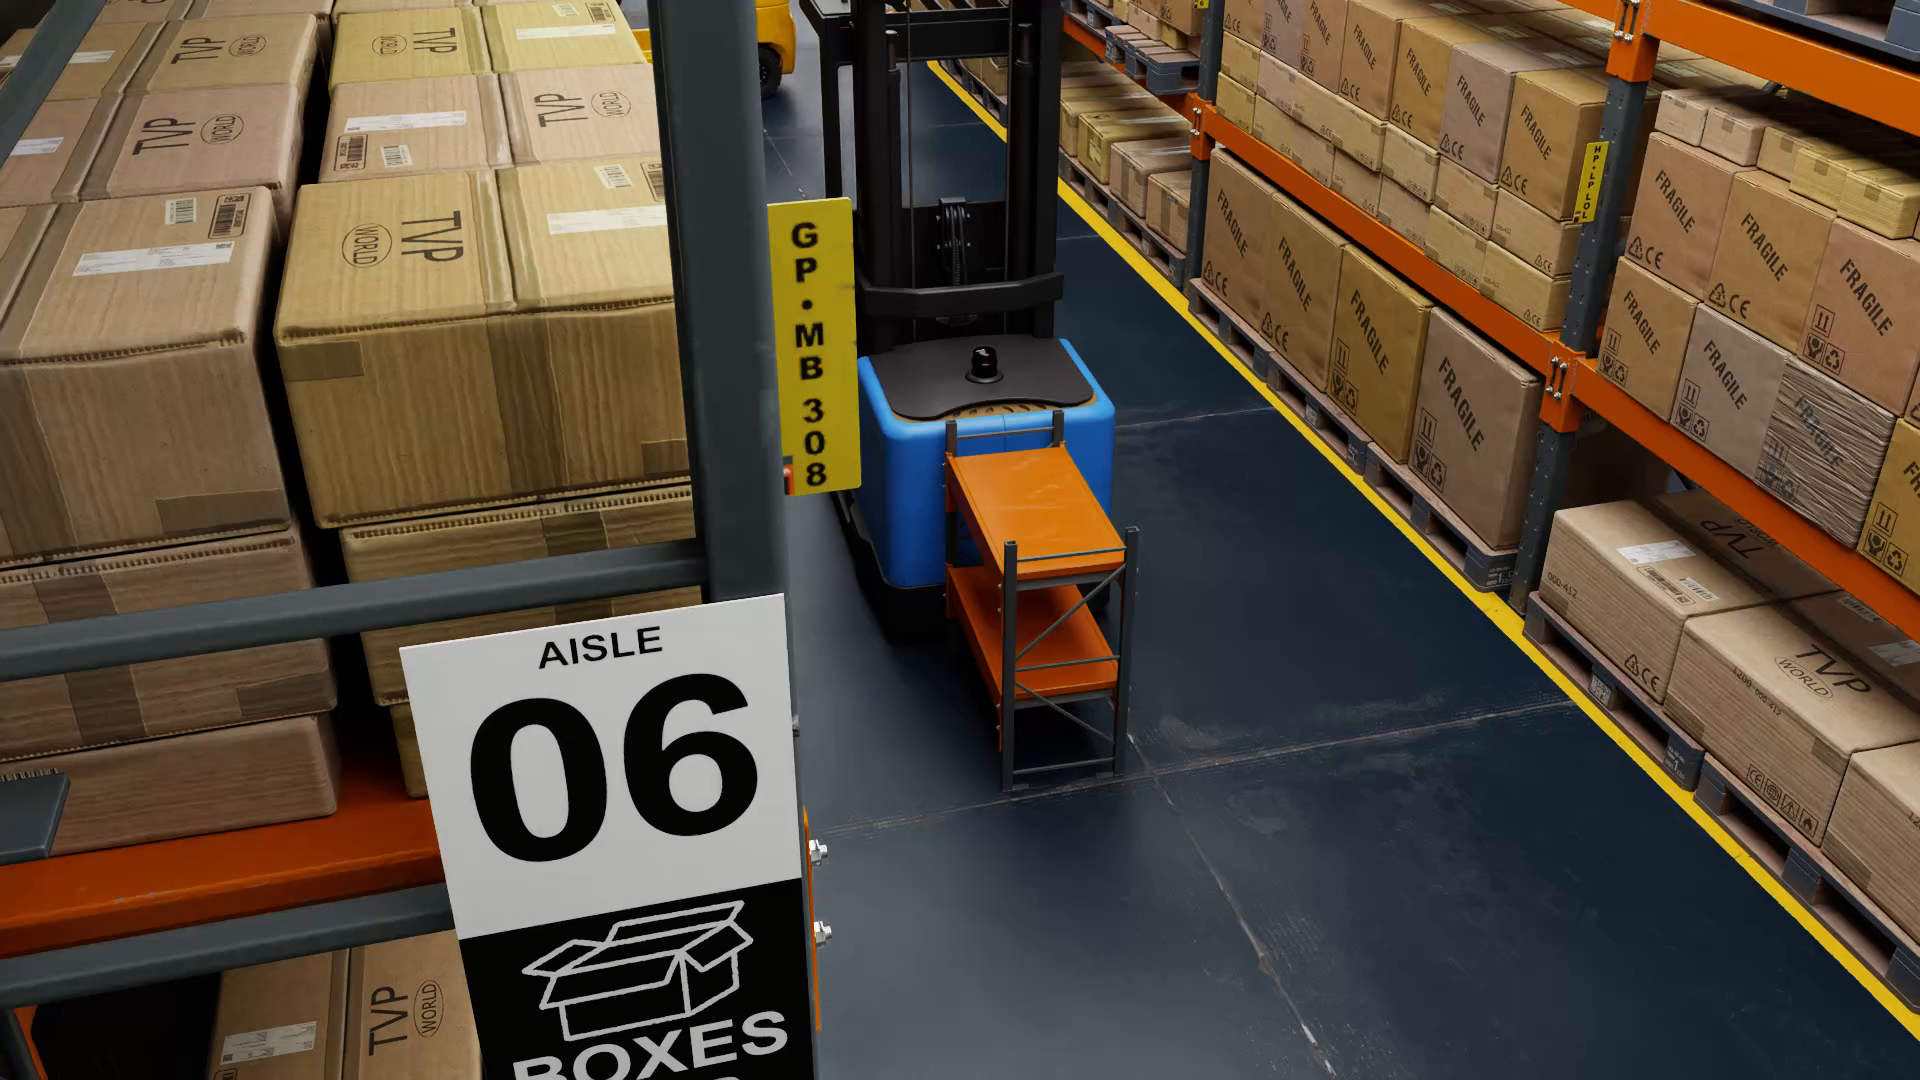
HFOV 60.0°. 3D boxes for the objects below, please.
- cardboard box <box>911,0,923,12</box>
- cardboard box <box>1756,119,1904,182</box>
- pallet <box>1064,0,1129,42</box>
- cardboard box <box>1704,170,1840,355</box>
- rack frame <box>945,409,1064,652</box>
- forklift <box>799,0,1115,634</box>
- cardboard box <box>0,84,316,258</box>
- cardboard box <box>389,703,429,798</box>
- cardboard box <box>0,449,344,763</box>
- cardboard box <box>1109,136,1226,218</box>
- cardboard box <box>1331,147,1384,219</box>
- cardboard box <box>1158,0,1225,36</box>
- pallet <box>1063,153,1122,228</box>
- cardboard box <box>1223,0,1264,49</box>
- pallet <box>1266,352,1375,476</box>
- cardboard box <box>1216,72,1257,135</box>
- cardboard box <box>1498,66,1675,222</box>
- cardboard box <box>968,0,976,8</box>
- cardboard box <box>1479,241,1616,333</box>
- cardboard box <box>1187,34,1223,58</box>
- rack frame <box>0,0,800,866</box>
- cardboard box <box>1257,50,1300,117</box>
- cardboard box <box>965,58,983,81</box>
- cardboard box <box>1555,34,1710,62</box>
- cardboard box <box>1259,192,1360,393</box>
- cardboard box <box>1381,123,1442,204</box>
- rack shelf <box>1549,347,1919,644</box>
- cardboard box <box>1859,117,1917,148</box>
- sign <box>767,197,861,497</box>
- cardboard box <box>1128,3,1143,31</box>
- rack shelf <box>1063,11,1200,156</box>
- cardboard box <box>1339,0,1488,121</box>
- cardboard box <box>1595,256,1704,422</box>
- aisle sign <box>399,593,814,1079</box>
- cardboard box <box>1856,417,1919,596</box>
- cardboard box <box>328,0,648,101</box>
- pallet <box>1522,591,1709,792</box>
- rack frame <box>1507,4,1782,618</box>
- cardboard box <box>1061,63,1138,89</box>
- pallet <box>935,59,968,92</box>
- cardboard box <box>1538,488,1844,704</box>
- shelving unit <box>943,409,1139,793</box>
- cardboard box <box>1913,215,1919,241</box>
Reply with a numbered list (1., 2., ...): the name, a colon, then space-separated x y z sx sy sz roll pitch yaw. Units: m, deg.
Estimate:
1. cardboard box: -0.194 -5.399 16.909 0.500 0.250 0.500 -8 31 -14
2. cardboard box: 3.069 -1.368 5.874 0.380 0.149 0.250 -8 31 -14
3. pallet: 1.417 -3.837 12.077 1.003 0.211 1.213 -8 31 -13
4. cardboard box: 3.064 -1.007 5.897 0.500 0.500 0.500 -8 31 -14
5. rack frame: 0.187 -0.025 7.171 0.500 1.125 0.032 -6 31 -11
6. forklift: -0.136 -1.575 8.045 1.130 2.935 3.031 -6 31 -11
7. cardboard box: -1.204 -0.451 2.395 0.500 0.250 0.500 -9 31 -15
8. cardboard box: -0.540 0.182 2.198 0.380 0.149 0.250 -7 31 -12
9. cardboard box: -1.060 0.015 2.088 0.500 0.250 0.500 -8 31 -14
10. cardboard box: 1.638 -2.644 12.027 0.950 0.372 0.625 -8 31 -14
11. cardboard box: 2.290 -1.897 8.683 0.500 0.250 0.500 -8 31 -13
12. cardboard box: 1.593 -3.506 10.497 0.500 0.500 0.500 -9 31 -15
13. pallet: 1.456 -2.729 12.753 1.003 0.211 1.213 -8 31 -13
14. cardboard box: 1.877 -3.175 9.643 0.500 0.500 0.500 -9 31 -15
15. pallet: 2.439 -0.784 9.394 1.003 0.211 1.213 -8 31 -13
16. cardboard box: 1.869 -2.635 9.958 0.500 0.250 0.500 -8 31 -14
17. cardboard box: 2.683 -1.696 7.088 0.500 0.500 0.500 -7 31 -12
18. cardboard box: 0.368 -4.713 14.976 0.500 0.500 0.500 -7 31 -12
19. cardboard box: 2.681 -1.156 7.402 0.500 0.250 0.500 -9 31 -14
20. cardboard box: 1.668 -3.170 10.563 0.380 0.149 0.250 -7 31 -11
21. rack frame: -0.679 -1.040 1.065 1.000 3.000 0.127 -8 31 -13
22. cardboard box: 2.014 -2.594 9.388 0.500 0.250 0.500 -7 31 -12
23. cardboard box: 0.353 -4.399 15.181 0.500 0.250 0.500 -9 31 -15
24. cardboard box: 3.042 -2.007 7.624 0.500 0.500 0.500 -8 31 -14
25. cardboard box: 2.318 -1.456 9.473 0.875 0.875 0.875 -7 31 -13
26. cardboard box: 2.409 -1.860 8.119 0.500 0.250 0.500 -7 31 -12
27. rack shelf: 3.574 0.240 5.560 1.077 0.370 4.000 -8 31 -13
28. cardboard box: 3.454 -1.425 5.971 0.380 0.149 0.250 -8 31 -13
29. sign: -0.156 -0.193 1.722 0.100 0.325 0.005 -8 31 -13
30. cardboard box: 1.358 -3.528 11.182 0.380 0.149 0.250 -9 31 -16
31. rack shelf: 1.451 -3.624 12.235 1.077 0.370 4.000 -8 31 -13
32. cardboard box: 2.271 -2.441 8.374 0.500 0.500 0.500 -7 31 -12
33. cardboard box: 2.916 -0.820 6.572 0.500 0.500 0.500 -7 31 -12
34. aisle sign: -0.378 0.425 1.927 0.394 0.787 0.004 -8 31 -13
35. cardboard box: 3.308 -0.086 5.305 0.500 0.500 0.500 -7 31 -12
36. cardboard box: -0.818 -0.759 2.927 0.500 0.250 0.500 -8 31 -14
37. pallet: 3.170 0.547 7.095 1.003 0.211 1.213 -8 31 -13
38. rack frame: 3.044 -1.038 7.049 1.000 3.000 0.127 -8 31 -13
39. cardboard box: 1.062 -3.693 13.840 0.950 0.372 0.625 -7 31 -13
40. pallet: 0.380 -4.605 15.995 1.003 0.211 1.213 -8 31 -13
41. cardboard box: 3.107 0.207 7.037 0.875 0.438 0.875 -8 31 -14
42. shelving unit: 0.297 0.223 6.741 0.538 1.125 1.048 -6 31 -11
43. cardboard box: 3.264 -0.997 5.233 0.380 0.149 0.250 -8 31 -13
